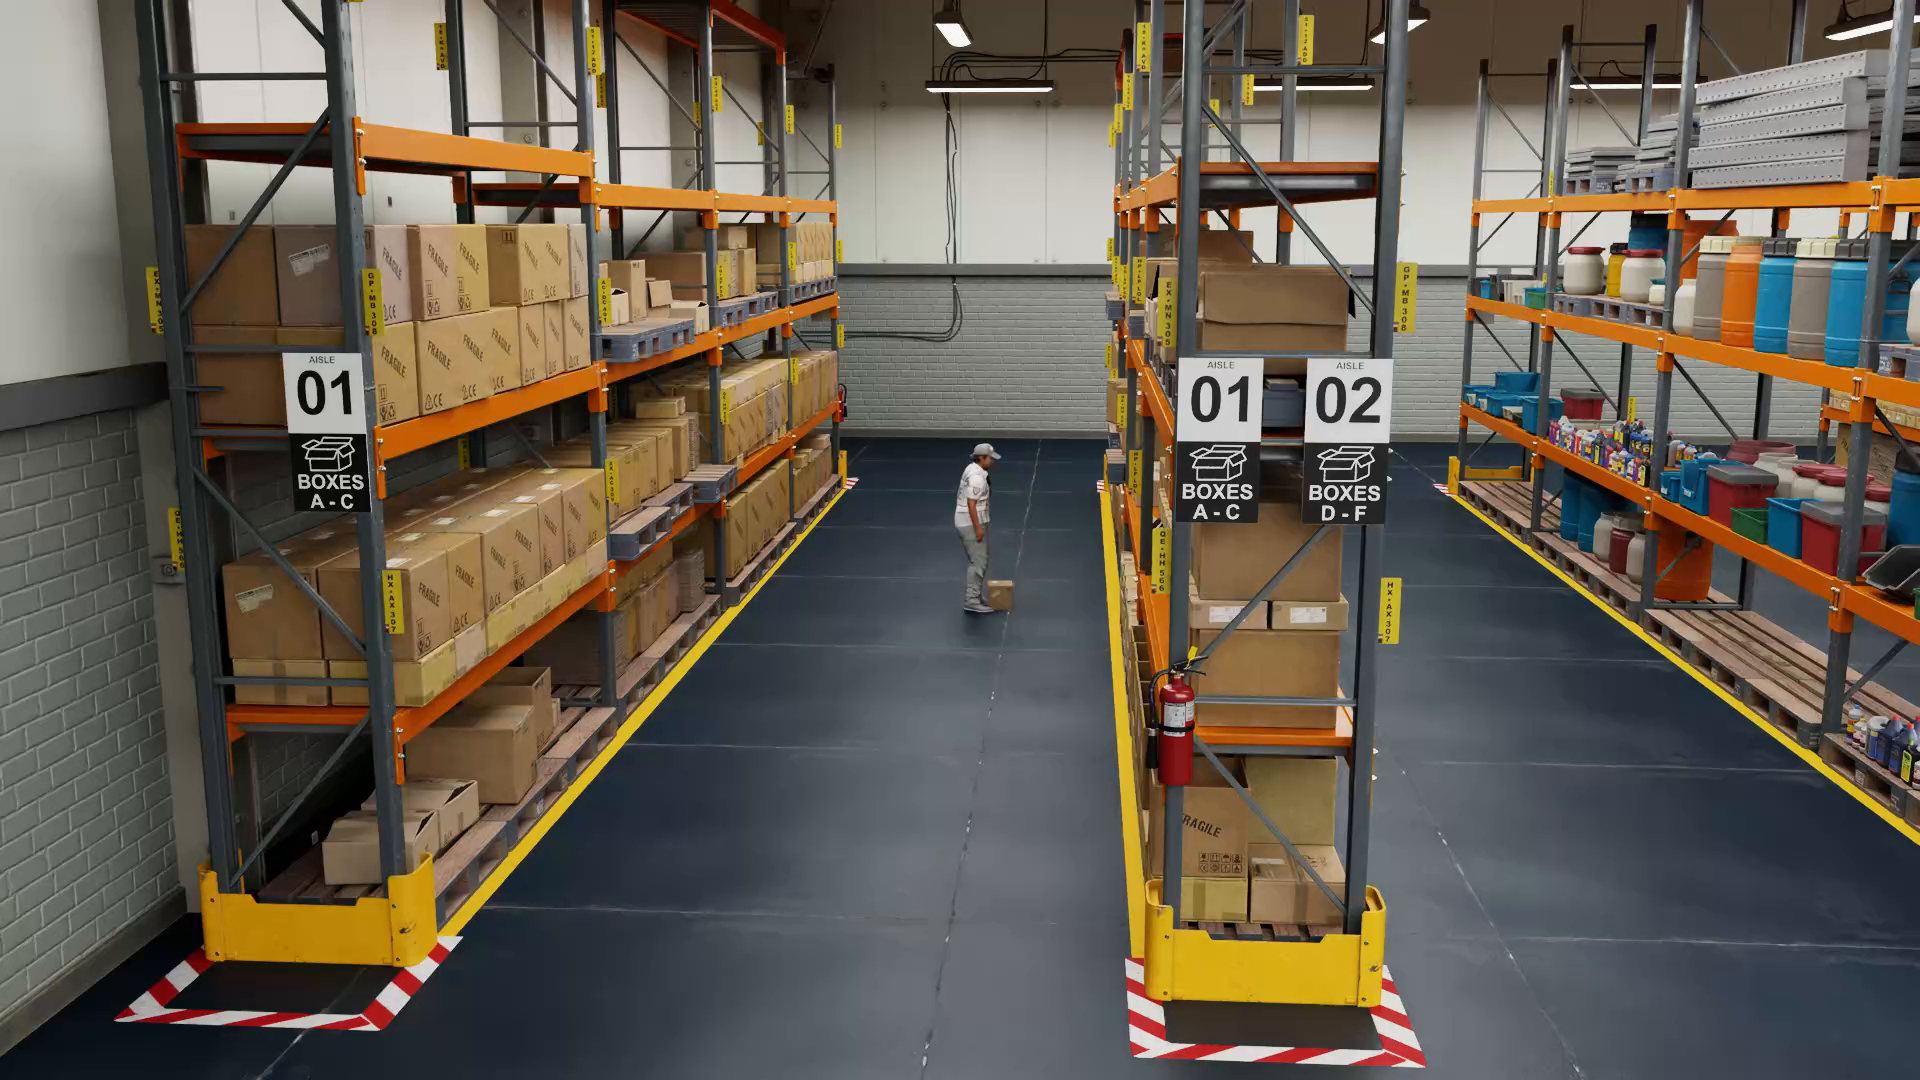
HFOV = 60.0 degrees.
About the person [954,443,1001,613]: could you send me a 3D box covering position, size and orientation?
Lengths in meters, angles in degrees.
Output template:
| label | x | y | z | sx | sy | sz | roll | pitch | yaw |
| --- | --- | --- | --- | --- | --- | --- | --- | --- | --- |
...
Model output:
| label | x | y | z | sx | sy | sz | roll | pitch | yaw |
| --- | --- | --- | --- | --- | --- | --- | --- | --- | --- |
| person | 0.179 | -0.136 | 16.625 | 0.468 | 1.665 | 0.546 | 0 | 11 | 1 |
